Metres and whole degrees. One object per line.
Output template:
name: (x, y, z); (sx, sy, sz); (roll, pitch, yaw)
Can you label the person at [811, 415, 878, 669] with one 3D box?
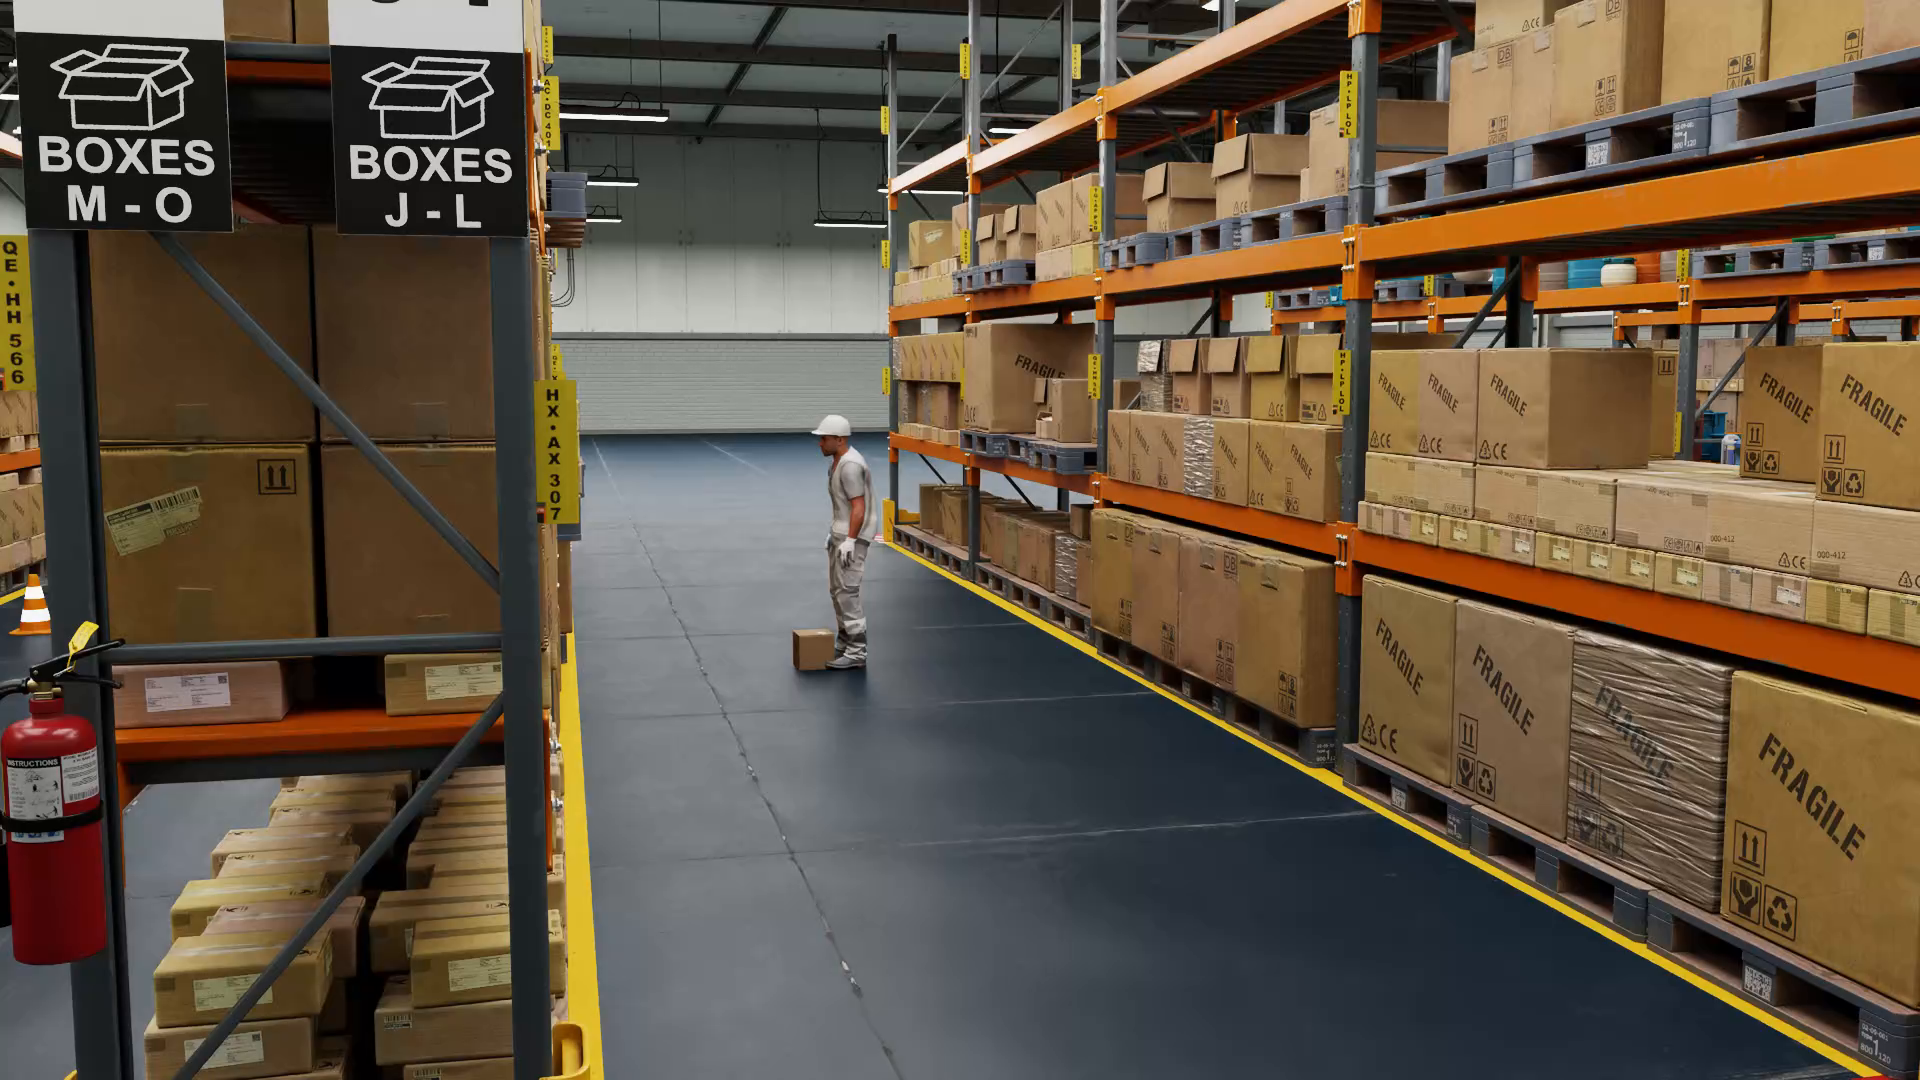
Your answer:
person: (-0.822, 0.009, 11.738); (0.455, 1.779, 0.610); (-2, 6, -14)
